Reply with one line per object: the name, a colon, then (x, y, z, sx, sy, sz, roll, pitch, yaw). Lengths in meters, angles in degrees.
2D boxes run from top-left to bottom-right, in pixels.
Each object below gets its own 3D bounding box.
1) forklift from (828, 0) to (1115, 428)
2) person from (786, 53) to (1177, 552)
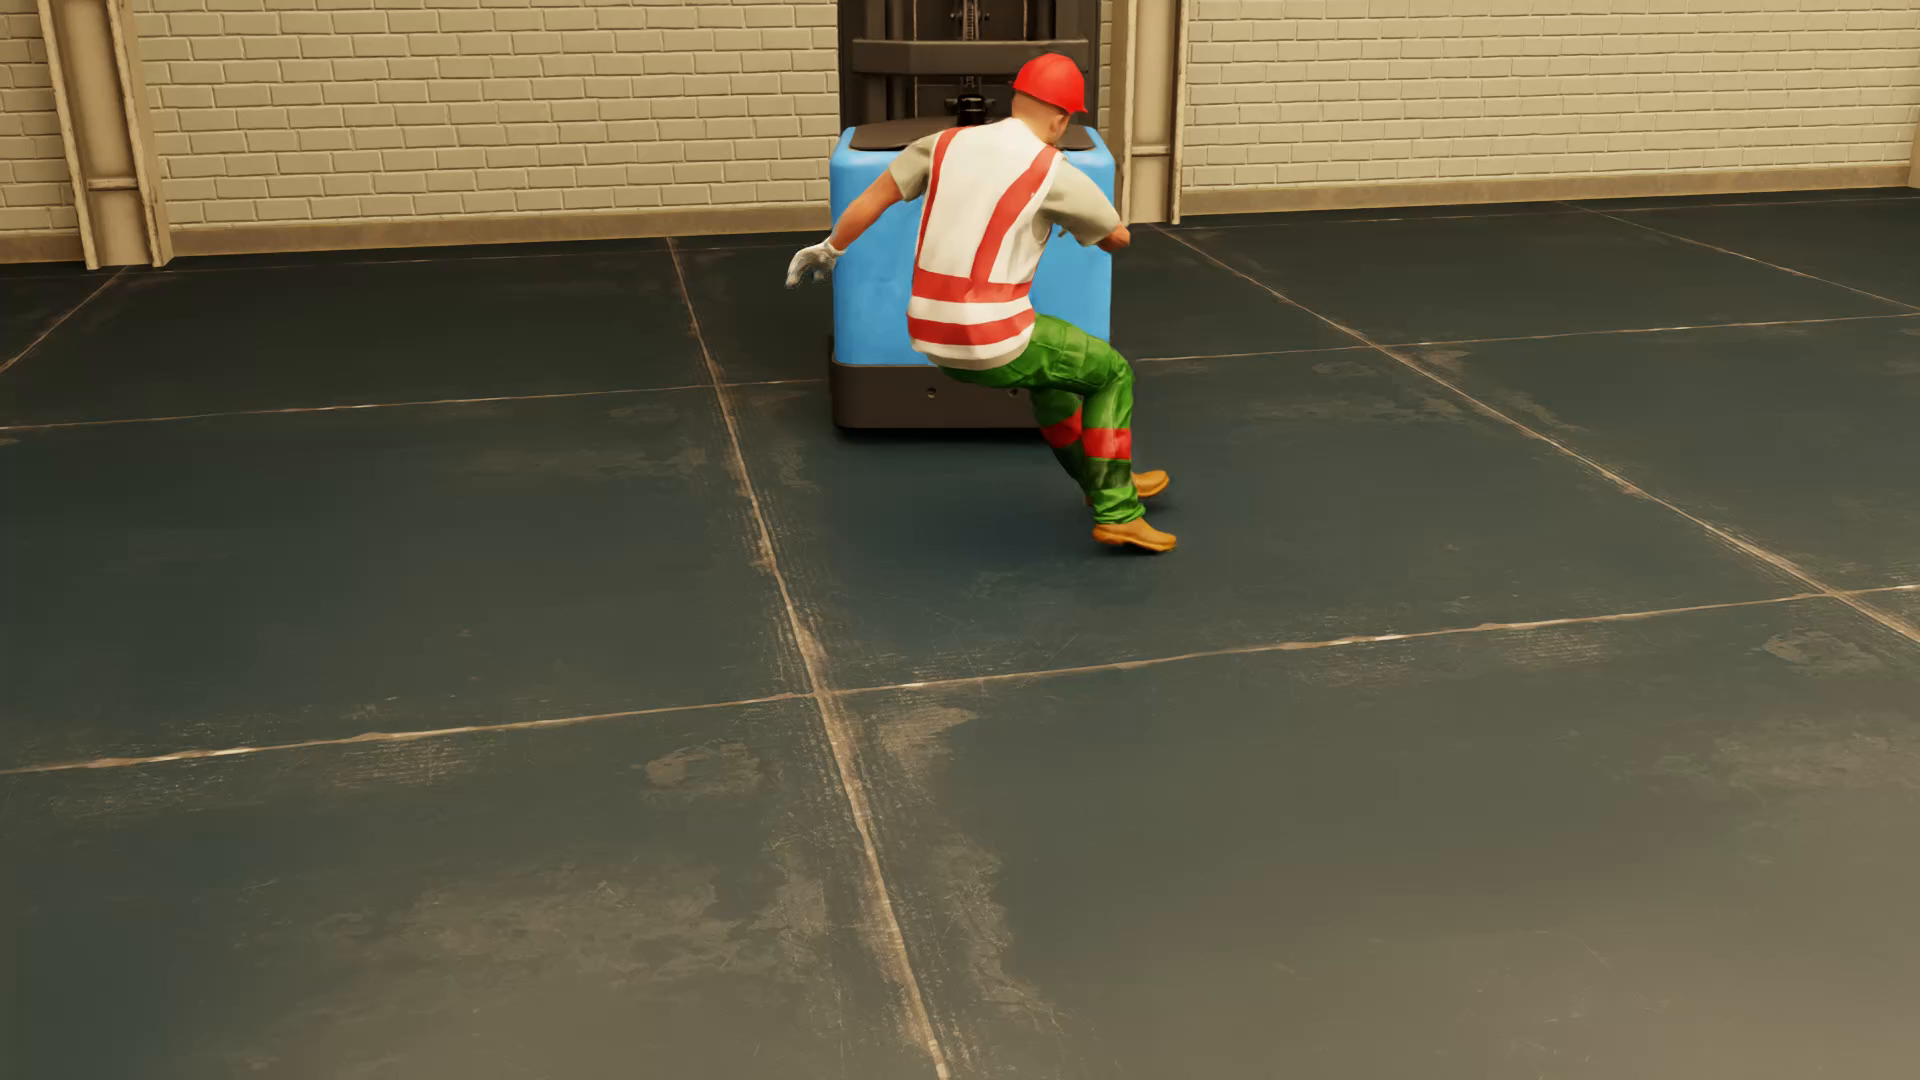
forklift: (0.035, -2.258, 7.100, 1.130, 2.935, 3.031, 0, 21, 0)
person: (0.159, -0.748, 5.186, 1.087, 1.507, 0.965, 17, 27, 38)
